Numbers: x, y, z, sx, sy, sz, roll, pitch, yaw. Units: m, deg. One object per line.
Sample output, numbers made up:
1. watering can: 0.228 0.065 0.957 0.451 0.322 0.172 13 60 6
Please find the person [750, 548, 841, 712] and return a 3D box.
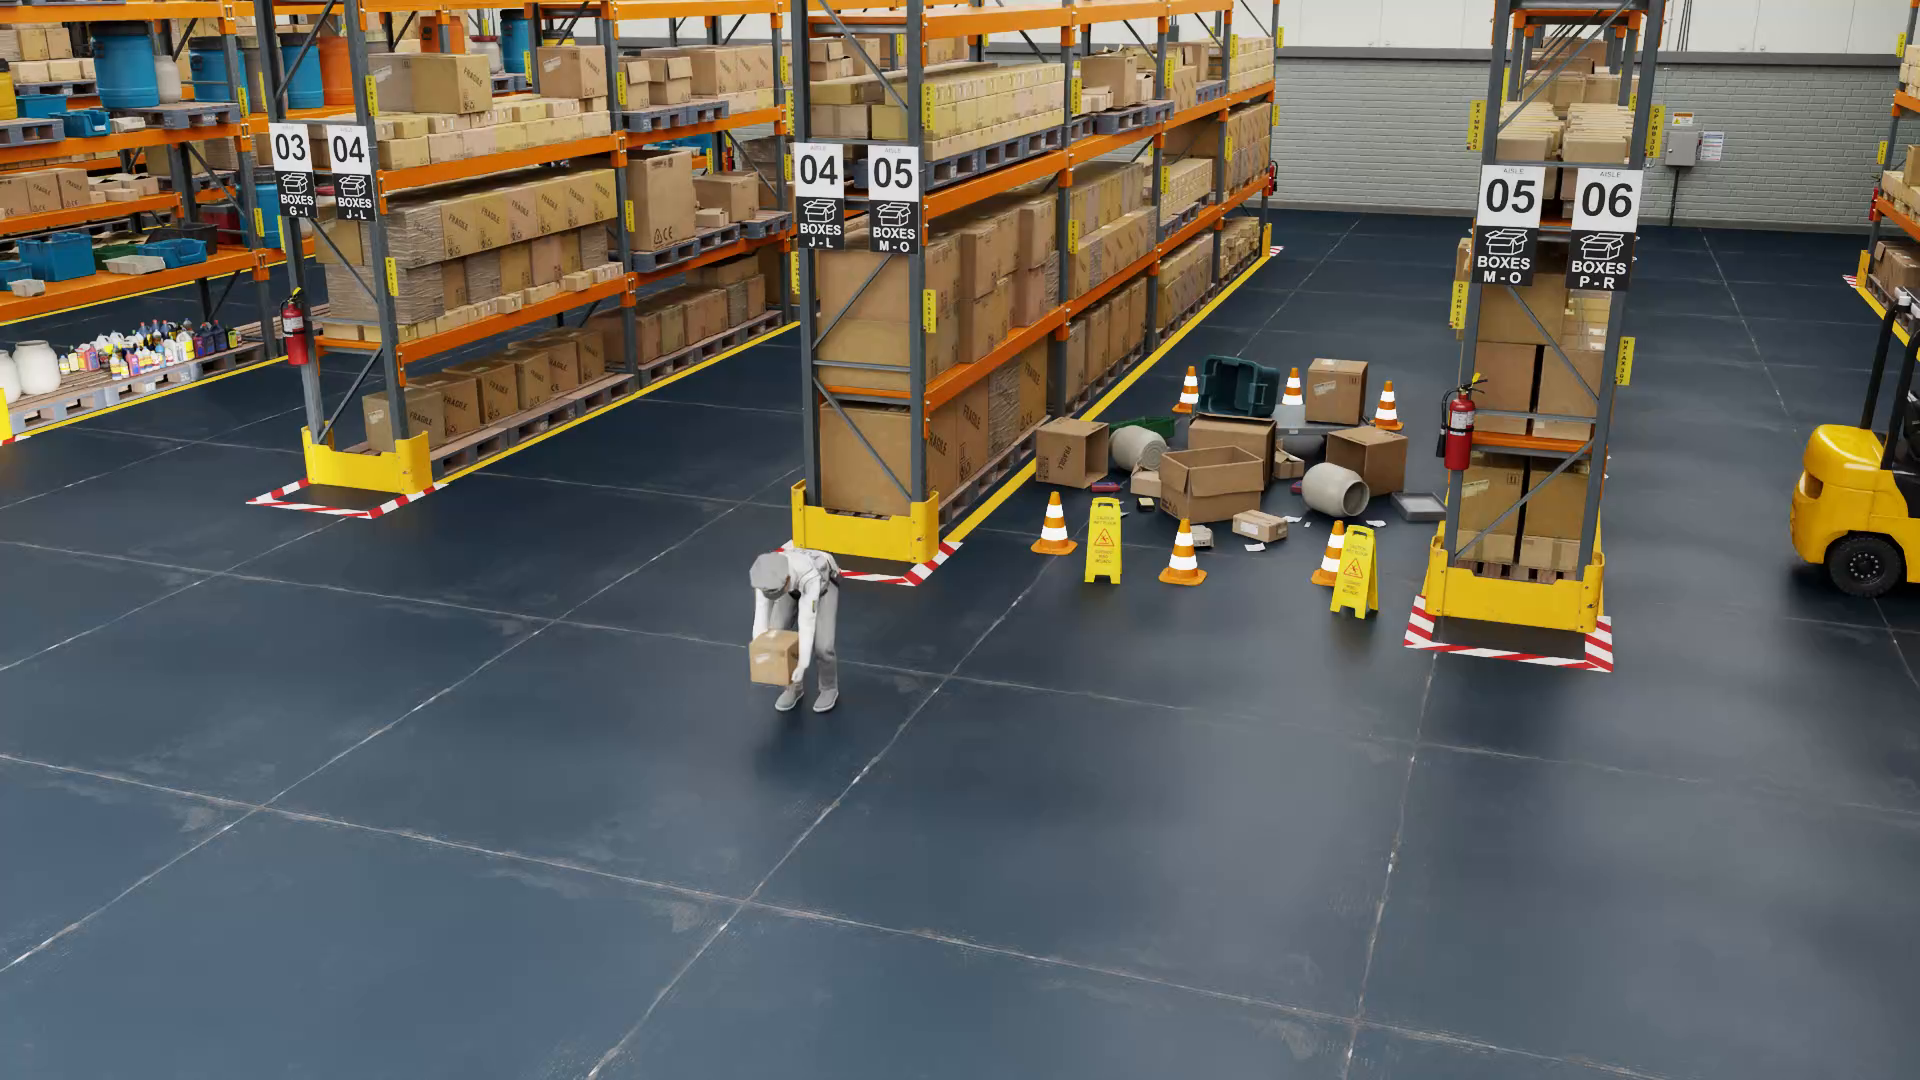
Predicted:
1. person: -1.023 0.543 10.239 0.433 1.169 0.912 6 20 16
